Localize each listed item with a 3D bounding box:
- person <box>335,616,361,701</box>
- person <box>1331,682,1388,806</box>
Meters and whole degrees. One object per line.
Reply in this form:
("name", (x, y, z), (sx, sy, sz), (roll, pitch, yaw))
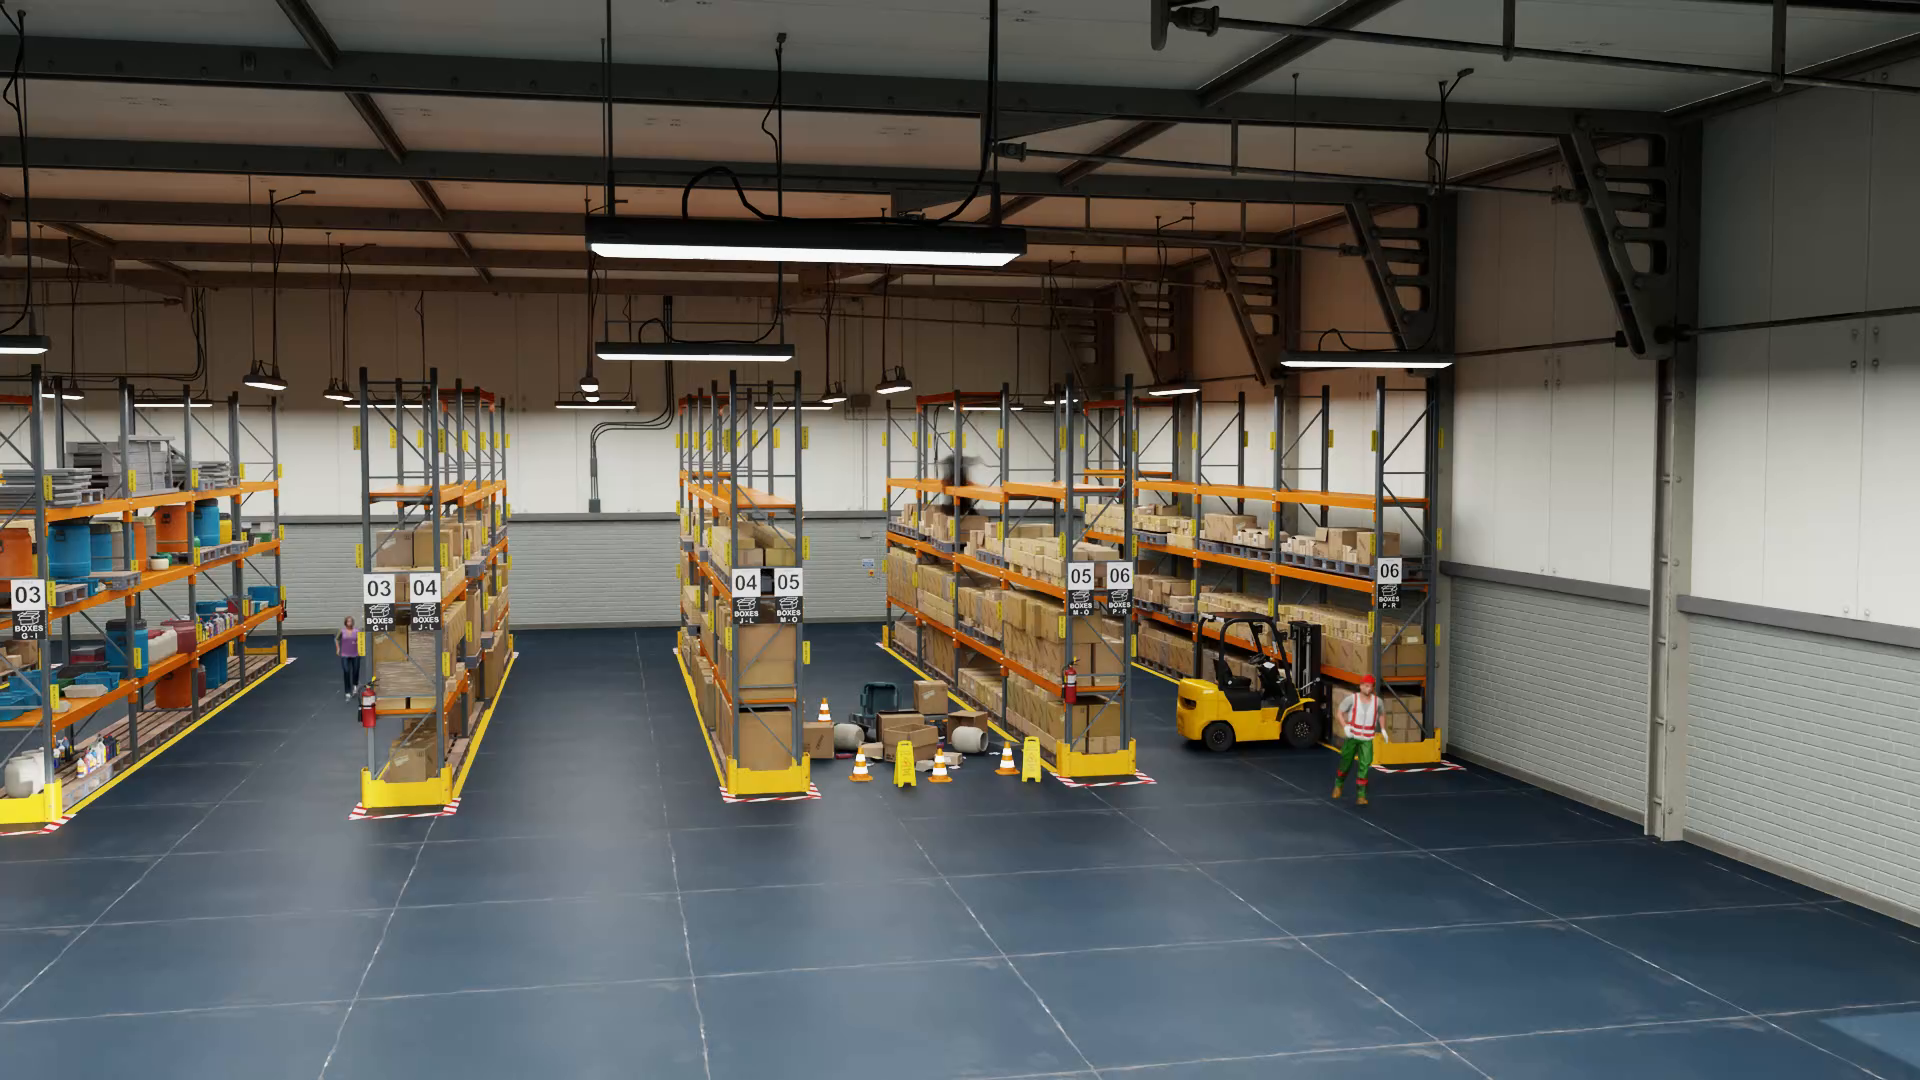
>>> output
("person", (-11.817, 2.263, 32.213), (0.548, 1.591, 0.888), (-1, 4, -19))
("person", (5.516, 2.742, 22.753), (0.708, 1.720, 1.008), (0, 3, 1))
